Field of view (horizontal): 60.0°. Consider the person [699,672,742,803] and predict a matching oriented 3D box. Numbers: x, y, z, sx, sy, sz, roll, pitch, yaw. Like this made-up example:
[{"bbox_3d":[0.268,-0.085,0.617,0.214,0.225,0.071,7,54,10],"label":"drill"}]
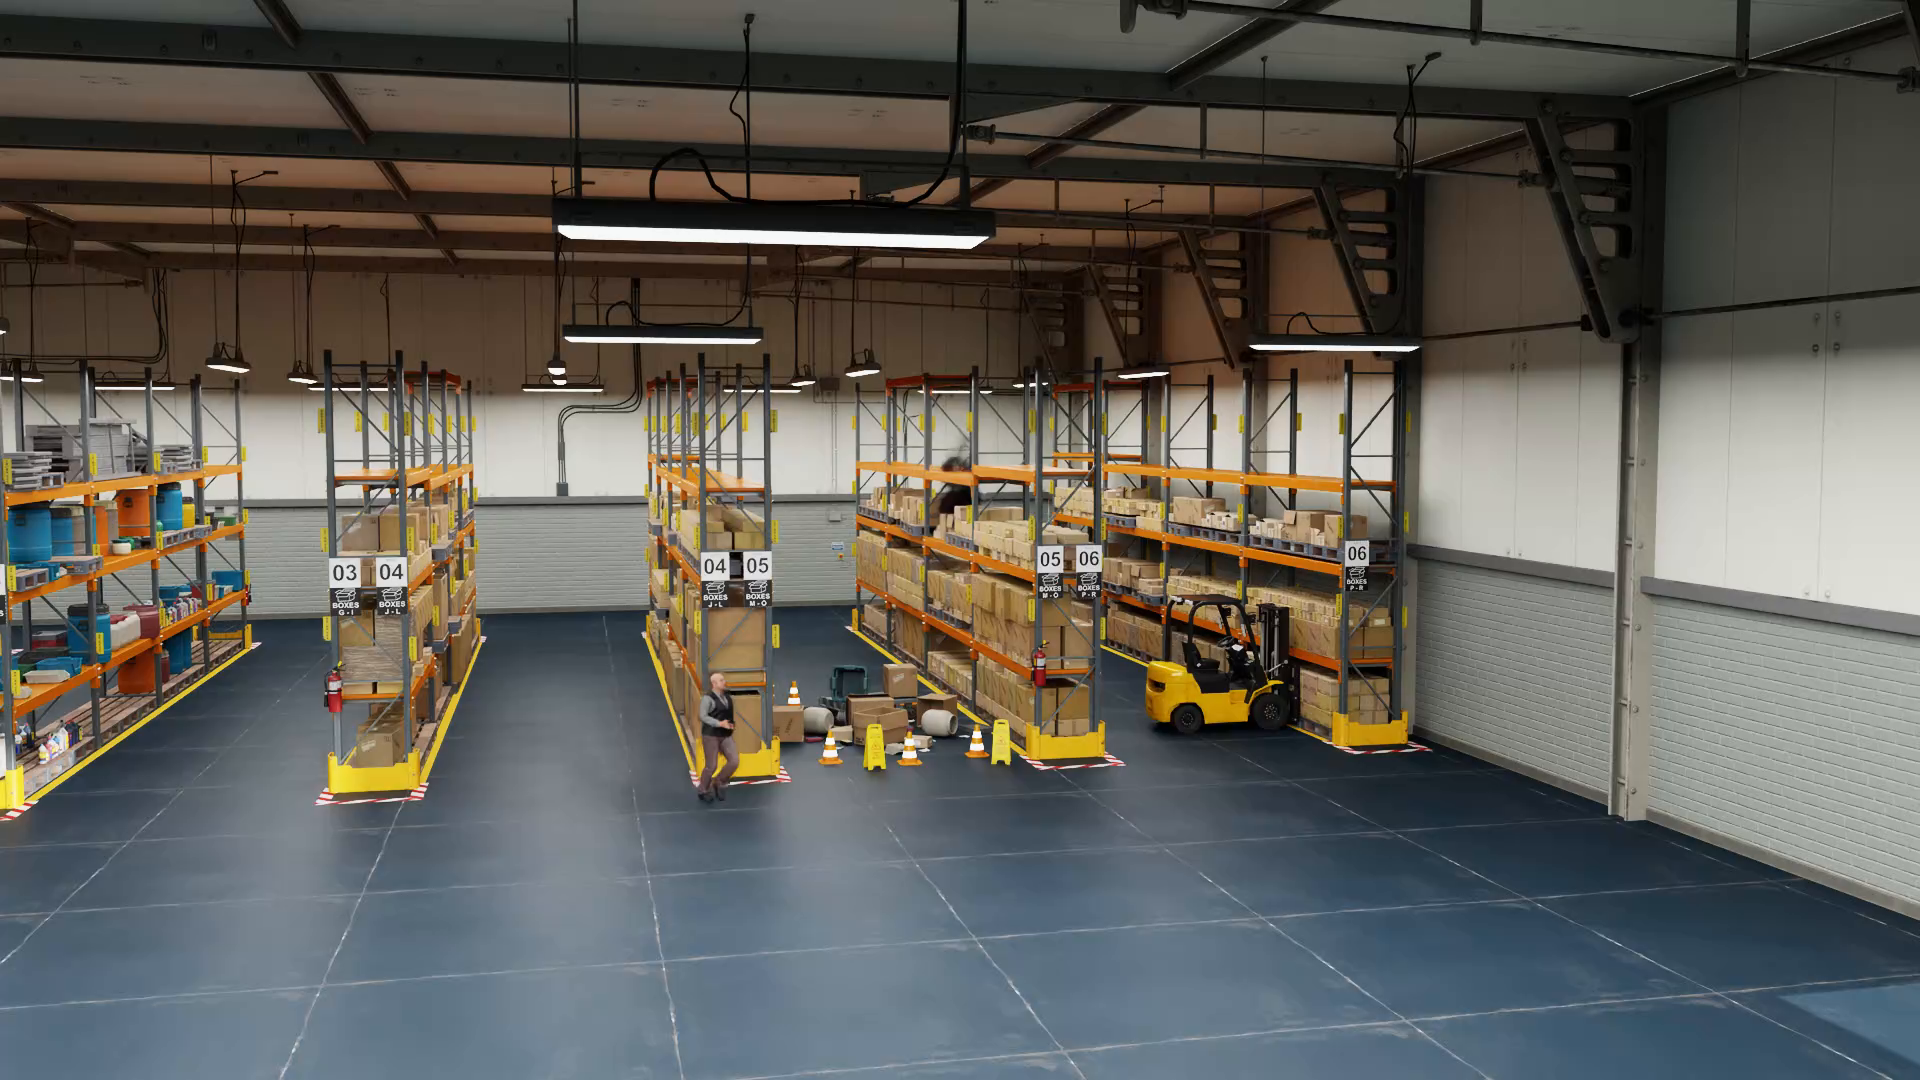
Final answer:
[{"bbox_3d":[-3.140,2.623,22.019,0.687,1.744,0.666,3,5,41],"label":"person"}]
